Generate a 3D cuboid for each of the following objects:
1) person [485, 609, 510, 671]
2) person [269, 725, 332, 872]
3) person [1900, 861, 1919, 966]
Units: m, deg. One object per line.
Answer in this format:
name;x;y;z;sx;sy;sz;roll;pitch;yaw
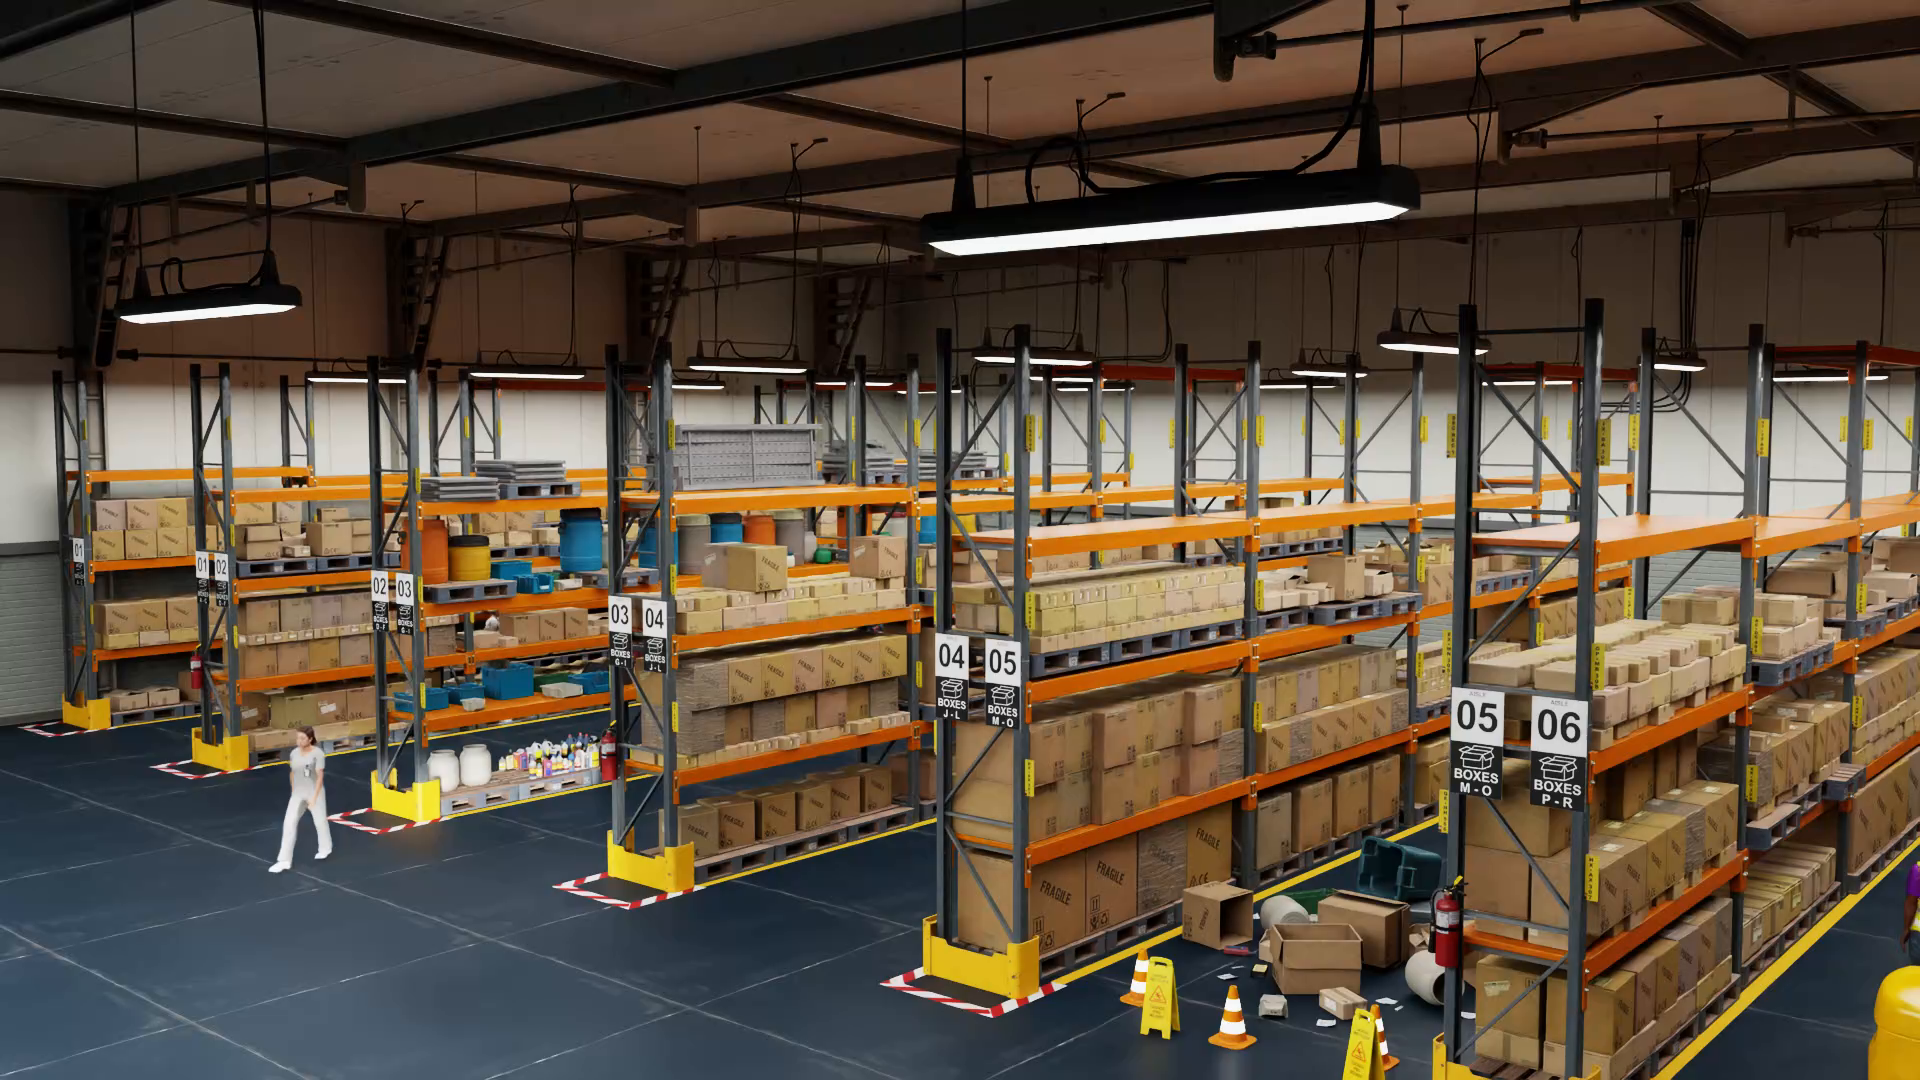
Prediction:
person;-8.697;2.038;30.977;0.539;1.761;0.548;-3;5;-40
person;-7.561;2.942;19.180;0.483;1.617;0.973;0;4;1
person;8.156;3.310;13.845;0.544;1.808;0.602;3;5;35
